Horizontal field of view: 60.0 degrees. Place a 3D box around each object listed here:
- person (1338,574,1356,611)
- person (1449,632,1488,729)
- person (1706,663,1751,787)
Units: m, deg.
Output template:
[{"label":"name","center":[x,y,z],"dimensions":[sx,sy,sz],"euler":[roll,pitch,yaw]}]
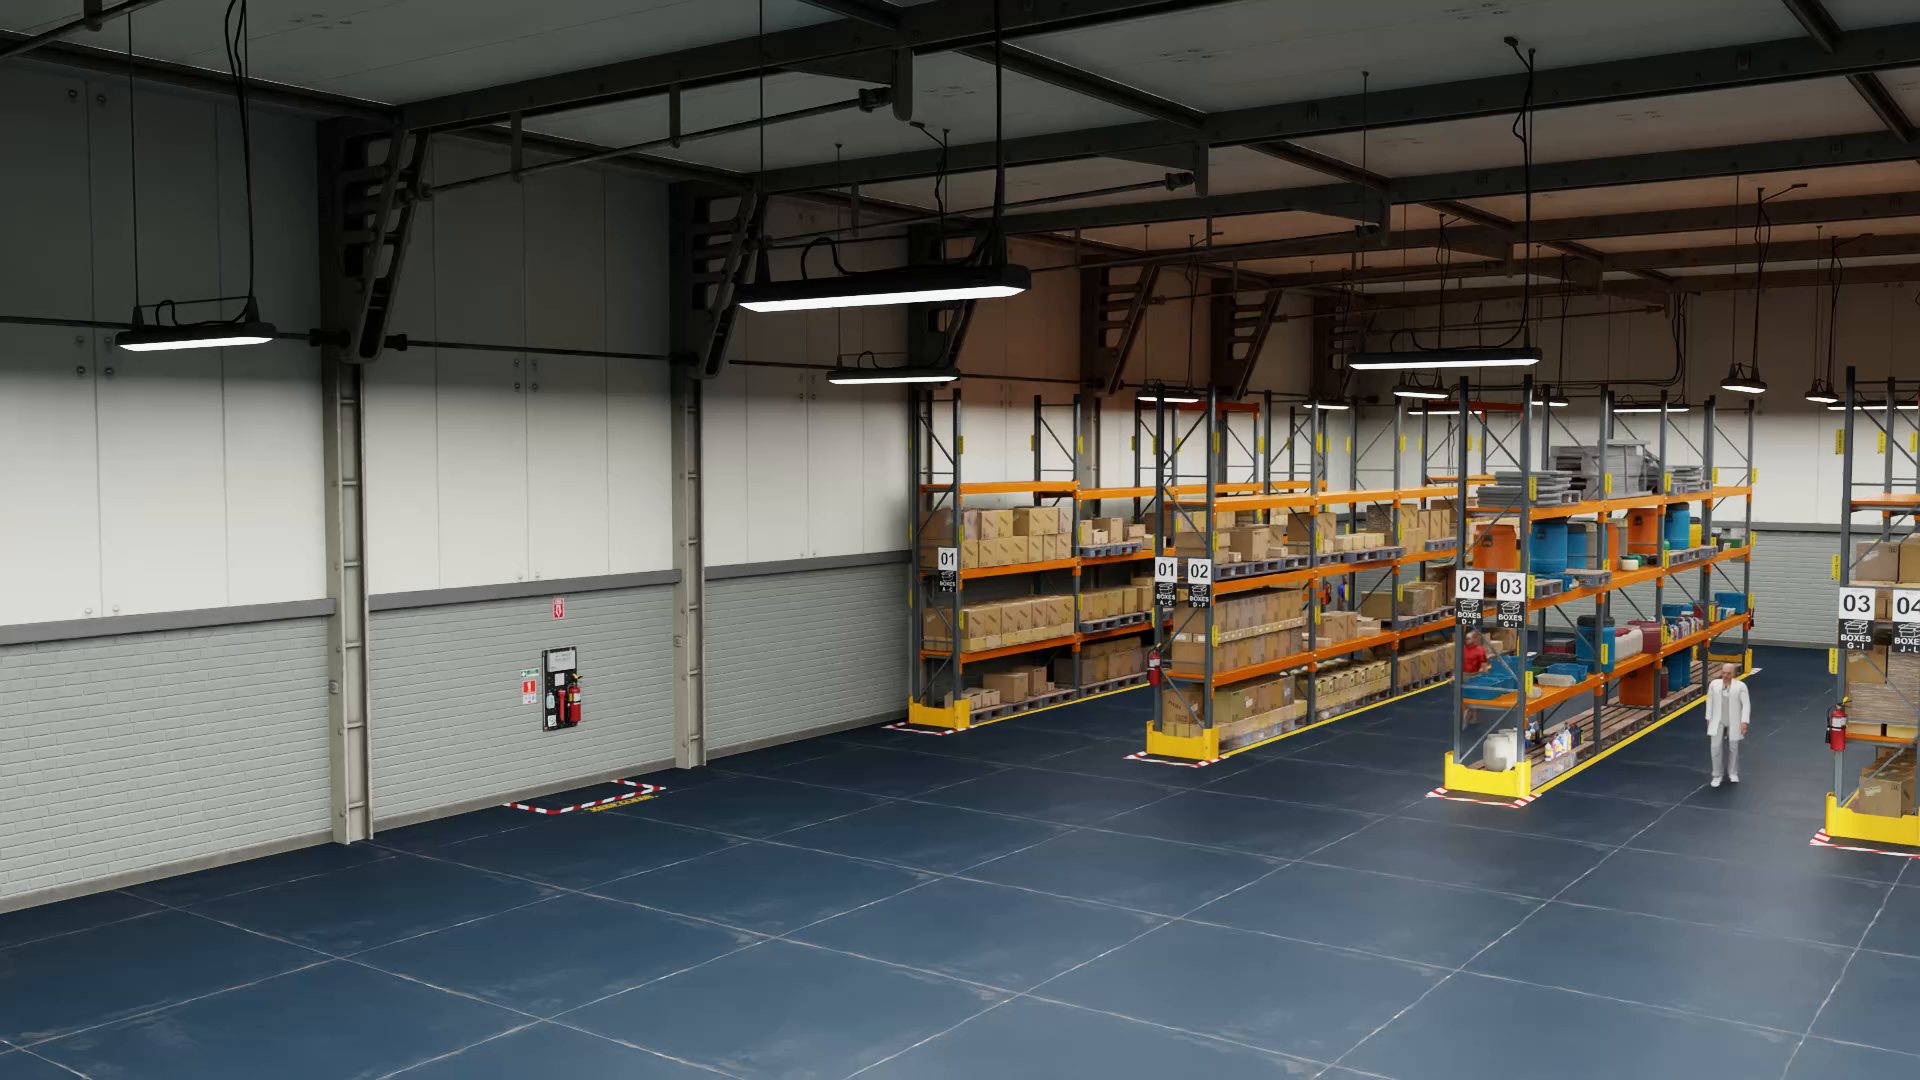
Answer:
[{"label":"person","center":[10.026,1.712,43.103],"dimensions":[0.462,1.653,0.462],"euler":[-2,4,-32]},{"label":"person","center":[8.979,2.461,29.453],"dimensions":[1.007,1.666,0.610],"euler":[-3,4,-38]},{"label":"person","center":[11.346,2.730,24.572],"dimensions":[0.632,1.825,0.676],"euler":[2,4,35]}]
